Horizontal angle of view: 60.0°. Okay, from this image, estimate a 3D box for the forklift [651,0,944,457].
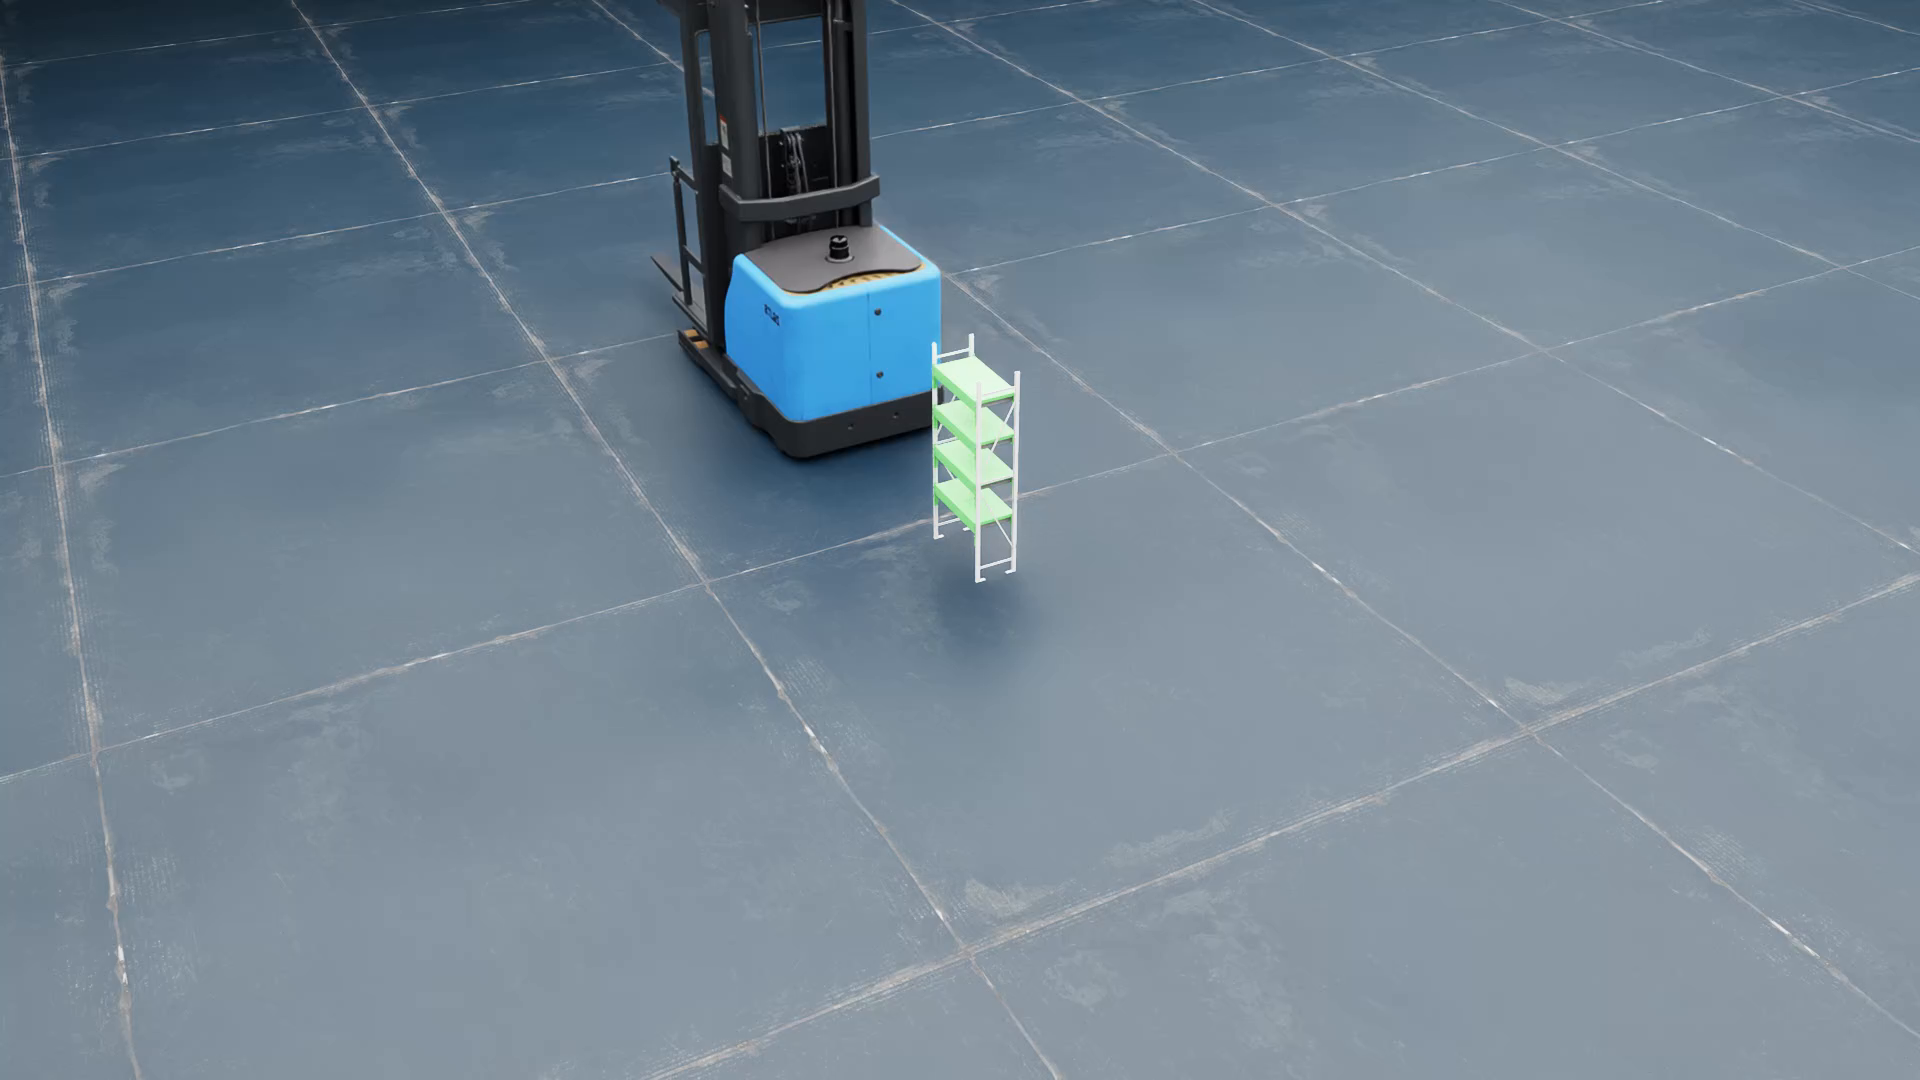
[{"bbox_3d":[-1.239,-2.496,10.429,1.130,2.935,3.031,-16,36,-23],"label":"forklift"}]

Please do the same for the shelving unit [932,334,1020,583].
[{"bbox_3d":[0.077,-0.426,8.803,0.258,1.200,0.503,-16,36,-23],"label":"shelving unit"}]

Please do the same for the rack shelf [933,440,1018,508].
[{"bbox_3d":[0.077,-0.372,8.837,0.258,0.148,0.480,-16,36,-23],"label":"rack shelf"}]

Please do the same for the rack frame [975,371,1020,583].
[{"bbox_3d":[0.191,-0.310,8.621,0.240,1.200,0.015,-16,36,-23],"label":"rack frame"}]

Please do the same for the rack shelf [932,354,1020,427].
[{"bbox_3d":[0.077,-0.777,8.579,0.258,0.148,0.480,-16,36,-23],"label":"rack shelf"}]

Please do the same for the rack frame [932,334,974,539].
[{"bbox_3d":[-0.037,-0.543,8.985,0.240,1.200,0.015,-16,36,-23],"label":"rack frame"}]

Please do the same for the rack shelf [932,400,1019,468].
[{"bbox_3d":[0.077,-0.574,8.708,0.258,0.148,0.480,-16,36,-23],"label":"rack shelf"}]

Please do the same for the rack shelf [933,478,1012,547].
[{"bbox_3d":[0.077,-0.170,8.967,0.258,0.148,0.480,-16,36,-23],"label":"rack shelf"}]
